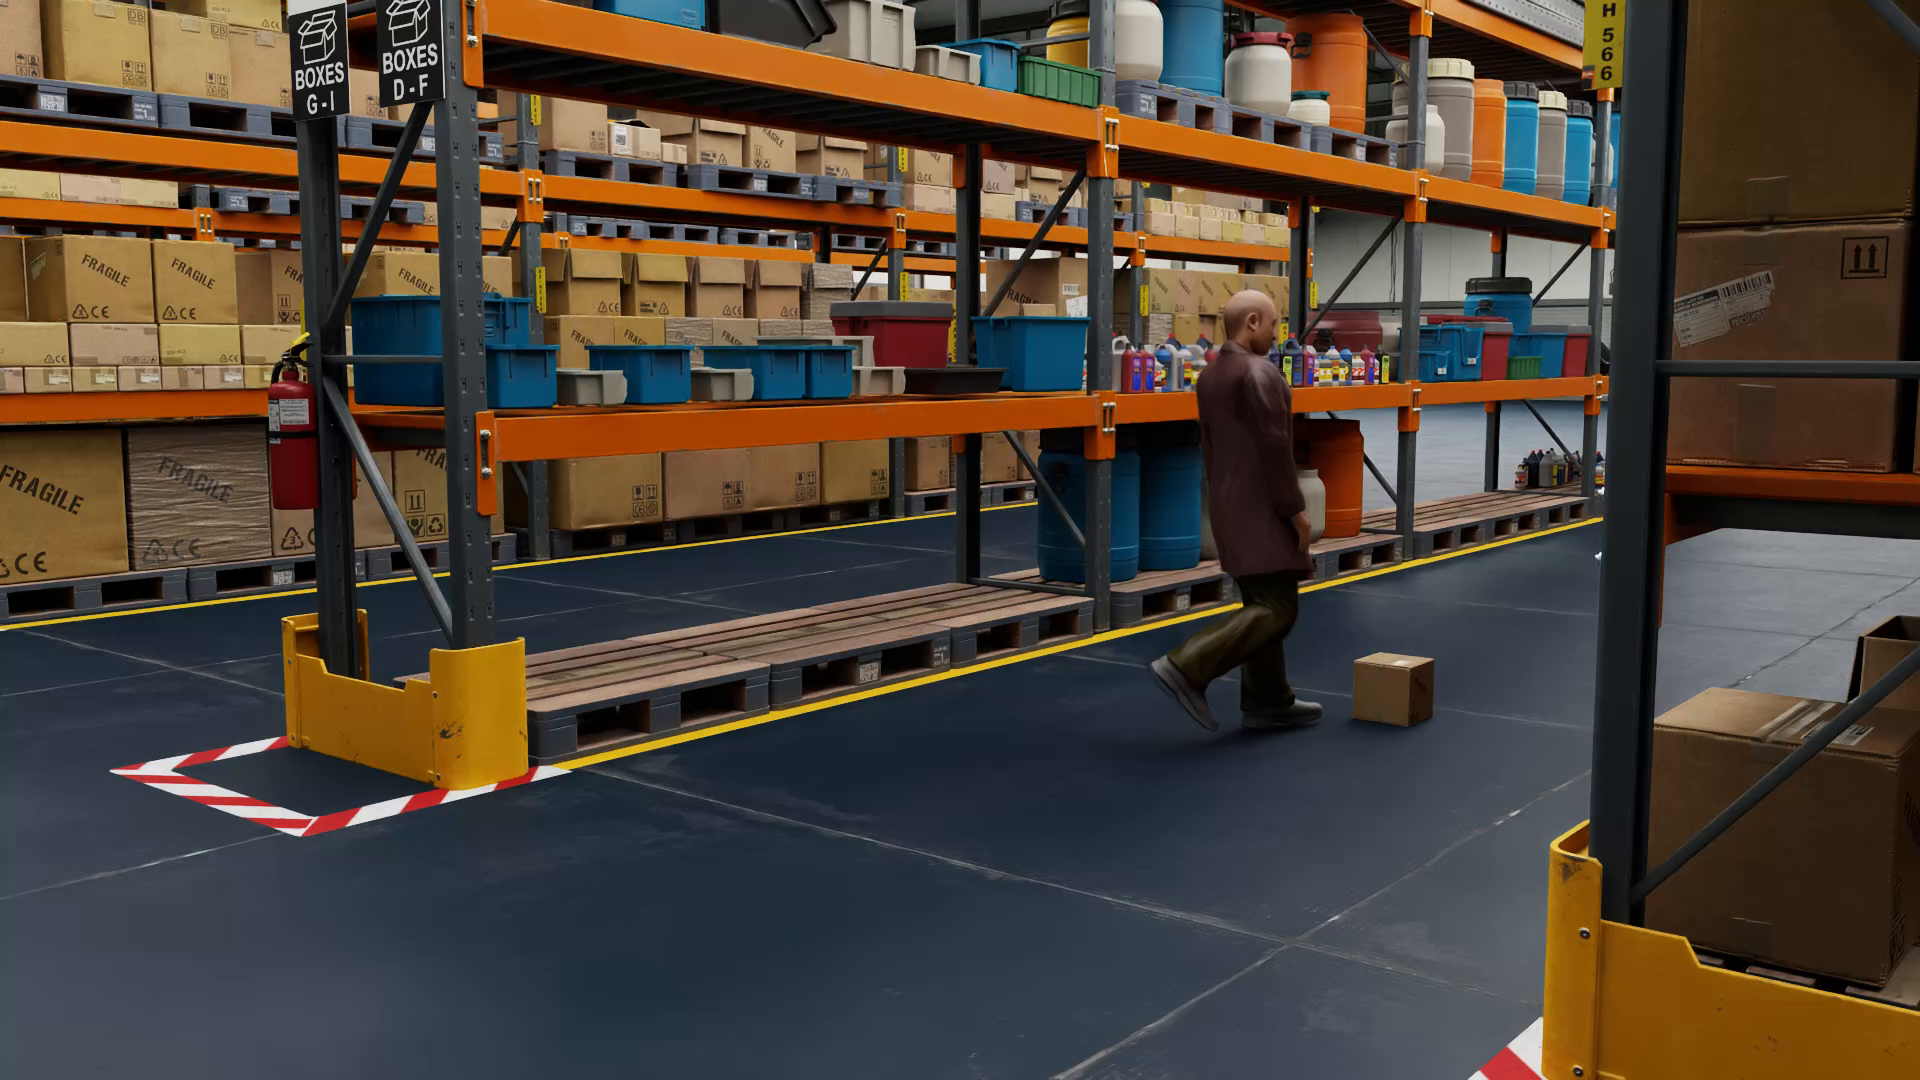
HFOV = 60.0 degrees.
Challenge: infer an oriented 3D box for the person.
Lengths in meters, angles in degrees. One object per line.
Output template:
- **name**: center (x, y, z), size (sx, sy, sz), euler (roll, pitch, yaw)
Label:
- **person**: center (1.124, -0.098, 6.580), size (0.838, 1.764, 0.606), euler (-2, 7, -13)
